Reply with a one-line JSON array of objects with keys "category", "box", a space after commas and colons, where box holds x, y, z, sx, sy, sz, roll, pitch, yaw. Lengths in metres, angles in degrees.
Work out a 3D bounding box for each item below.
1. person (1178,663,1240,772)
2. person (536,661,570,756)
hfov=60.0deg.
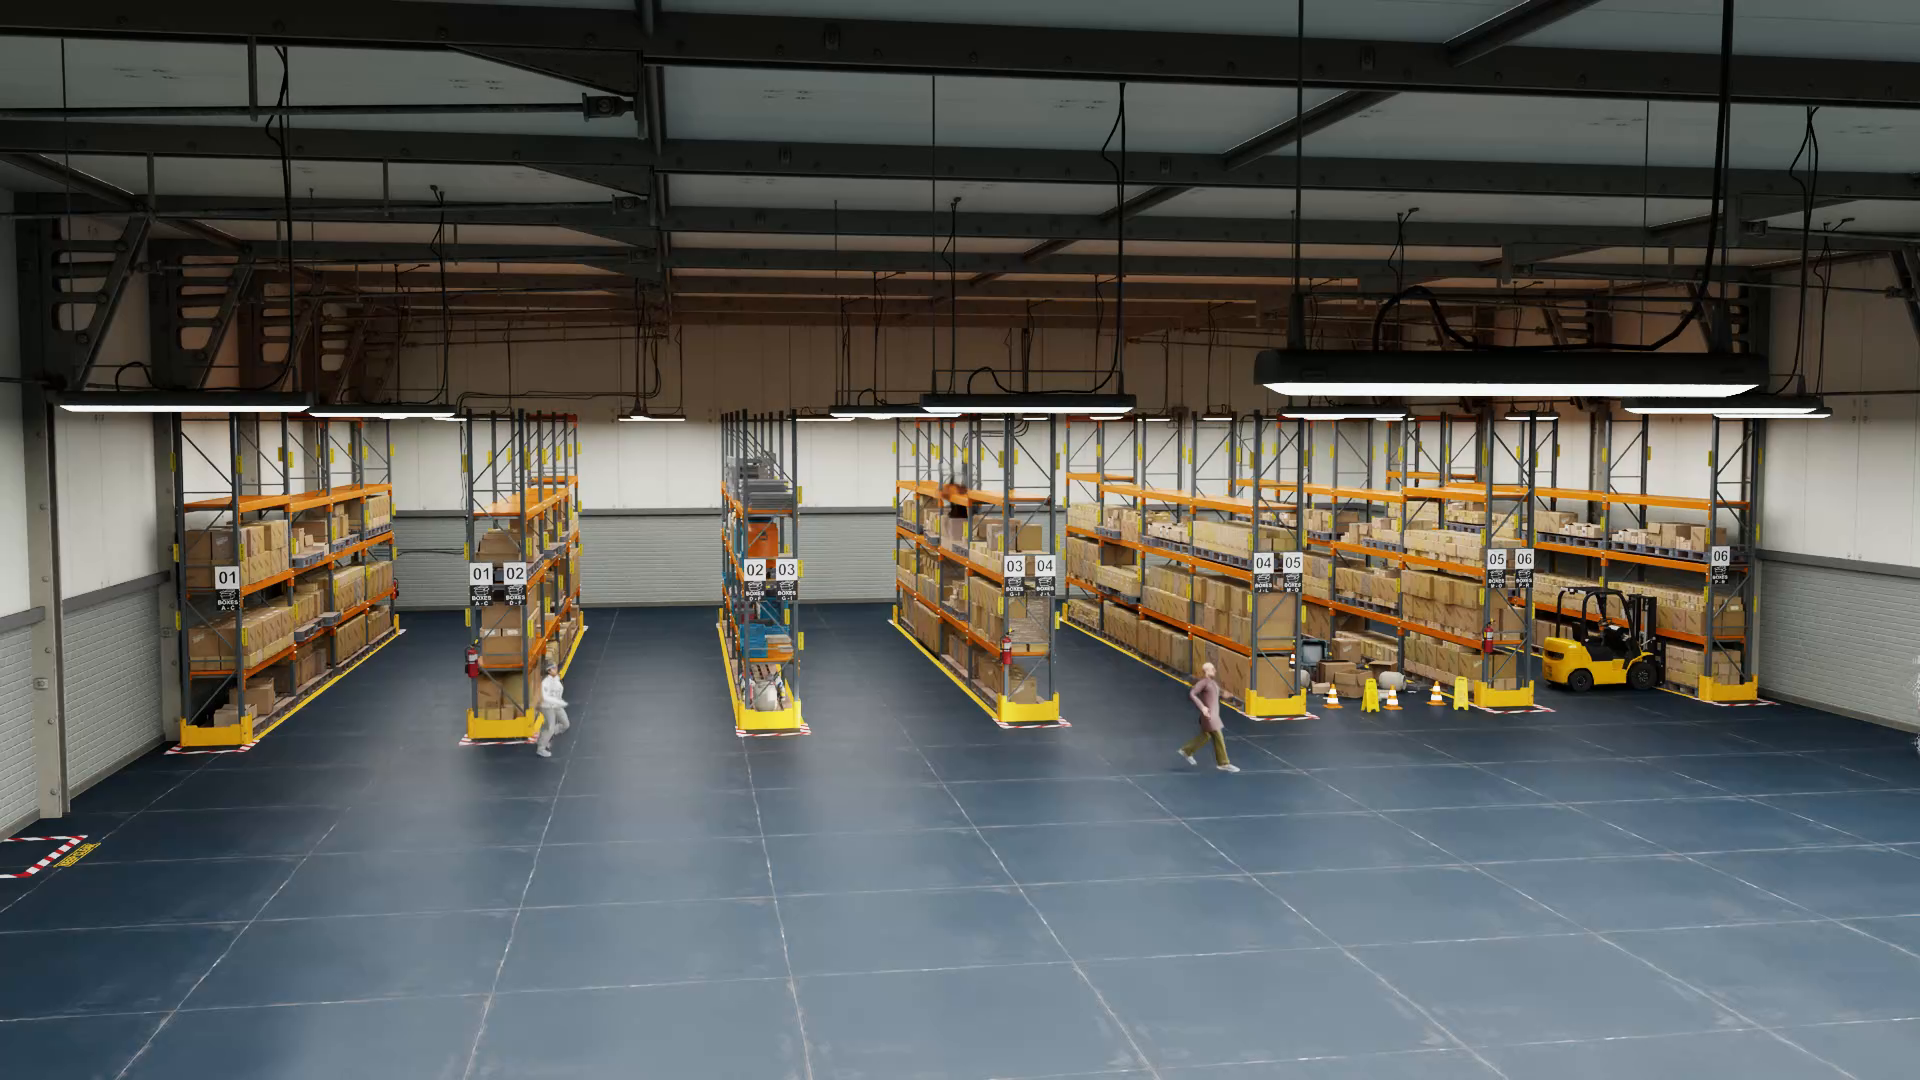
[{"category": "person", "box": [4.099, 2.895, 27.371, 1.064, 1.765, 0.703, 1, 4, 20]}, {"category": "person", "box": [-7.003, 2.895, 28.733, 0.639, 1.658, 0.649, 1, 4, 19]}]
